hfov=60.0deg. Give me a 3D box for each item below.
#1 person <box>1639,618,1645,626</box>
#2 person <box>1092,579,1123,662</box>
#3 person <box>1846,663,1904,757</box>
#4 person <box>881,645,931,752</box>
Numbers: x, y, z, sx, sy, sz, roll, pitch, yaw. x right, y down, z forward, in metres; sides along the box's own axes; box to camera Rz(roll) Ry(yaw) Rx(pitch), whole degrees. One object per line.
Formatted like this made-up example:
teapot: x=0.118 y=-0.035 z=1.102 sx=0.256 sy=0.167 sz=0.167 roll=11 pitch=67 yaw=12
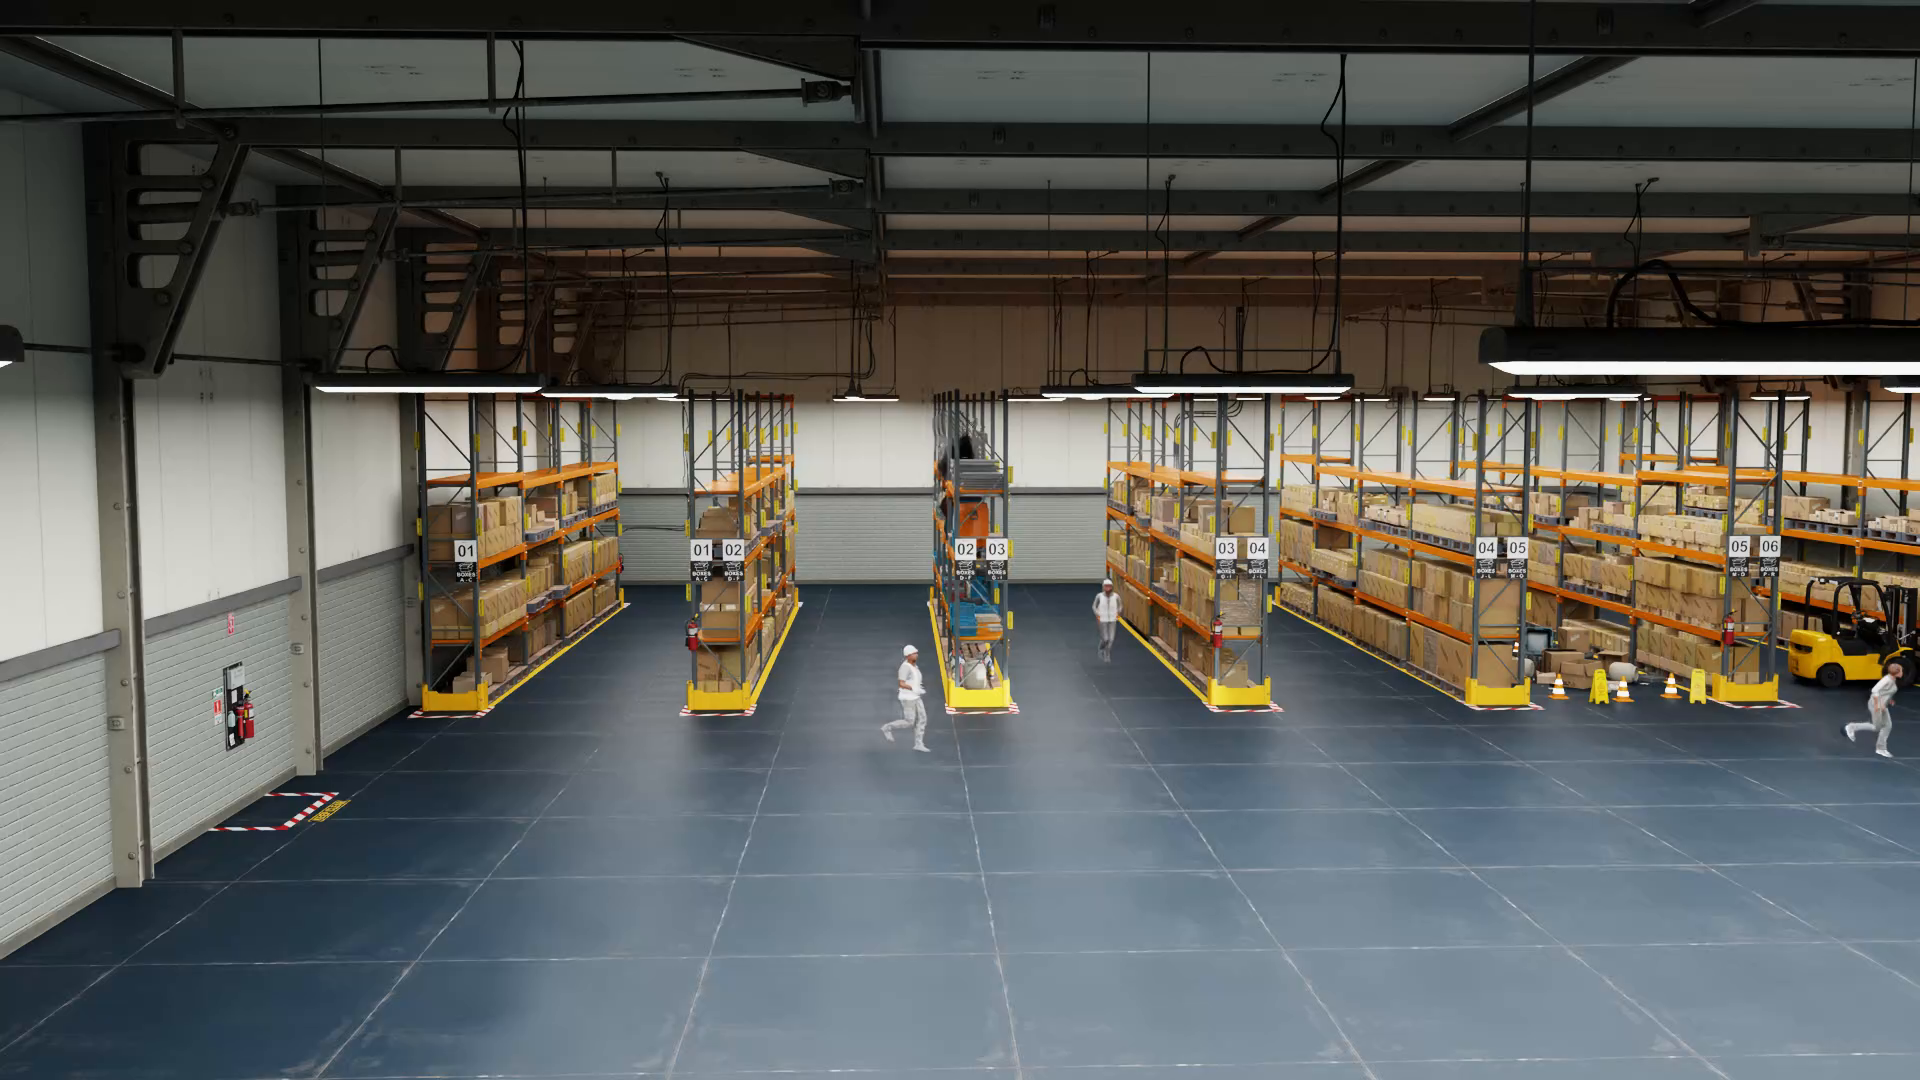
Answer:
person: x=16.441 y=1.609 z=40.178 sx=0.583 sy=1.747 sz=0.801 roll=-1 pitch=5 yaw=-8
person: x=3.133 y=1.703 z=35.115 sx=0.656 sy=1.753 sz=0.575 roll=0 pitch=5 yaw=-4
person: x=14.993 y=2.759 z=27.273 sx=0.809 sy=1.545 sz=0.538 roll=4 pitch=6 yaw=39
person: x=-0.879 y=2.622 z=27.486 sx=0.851 sy=1.783 sz=0.691 roll=1 pitch=5 yaw=16
